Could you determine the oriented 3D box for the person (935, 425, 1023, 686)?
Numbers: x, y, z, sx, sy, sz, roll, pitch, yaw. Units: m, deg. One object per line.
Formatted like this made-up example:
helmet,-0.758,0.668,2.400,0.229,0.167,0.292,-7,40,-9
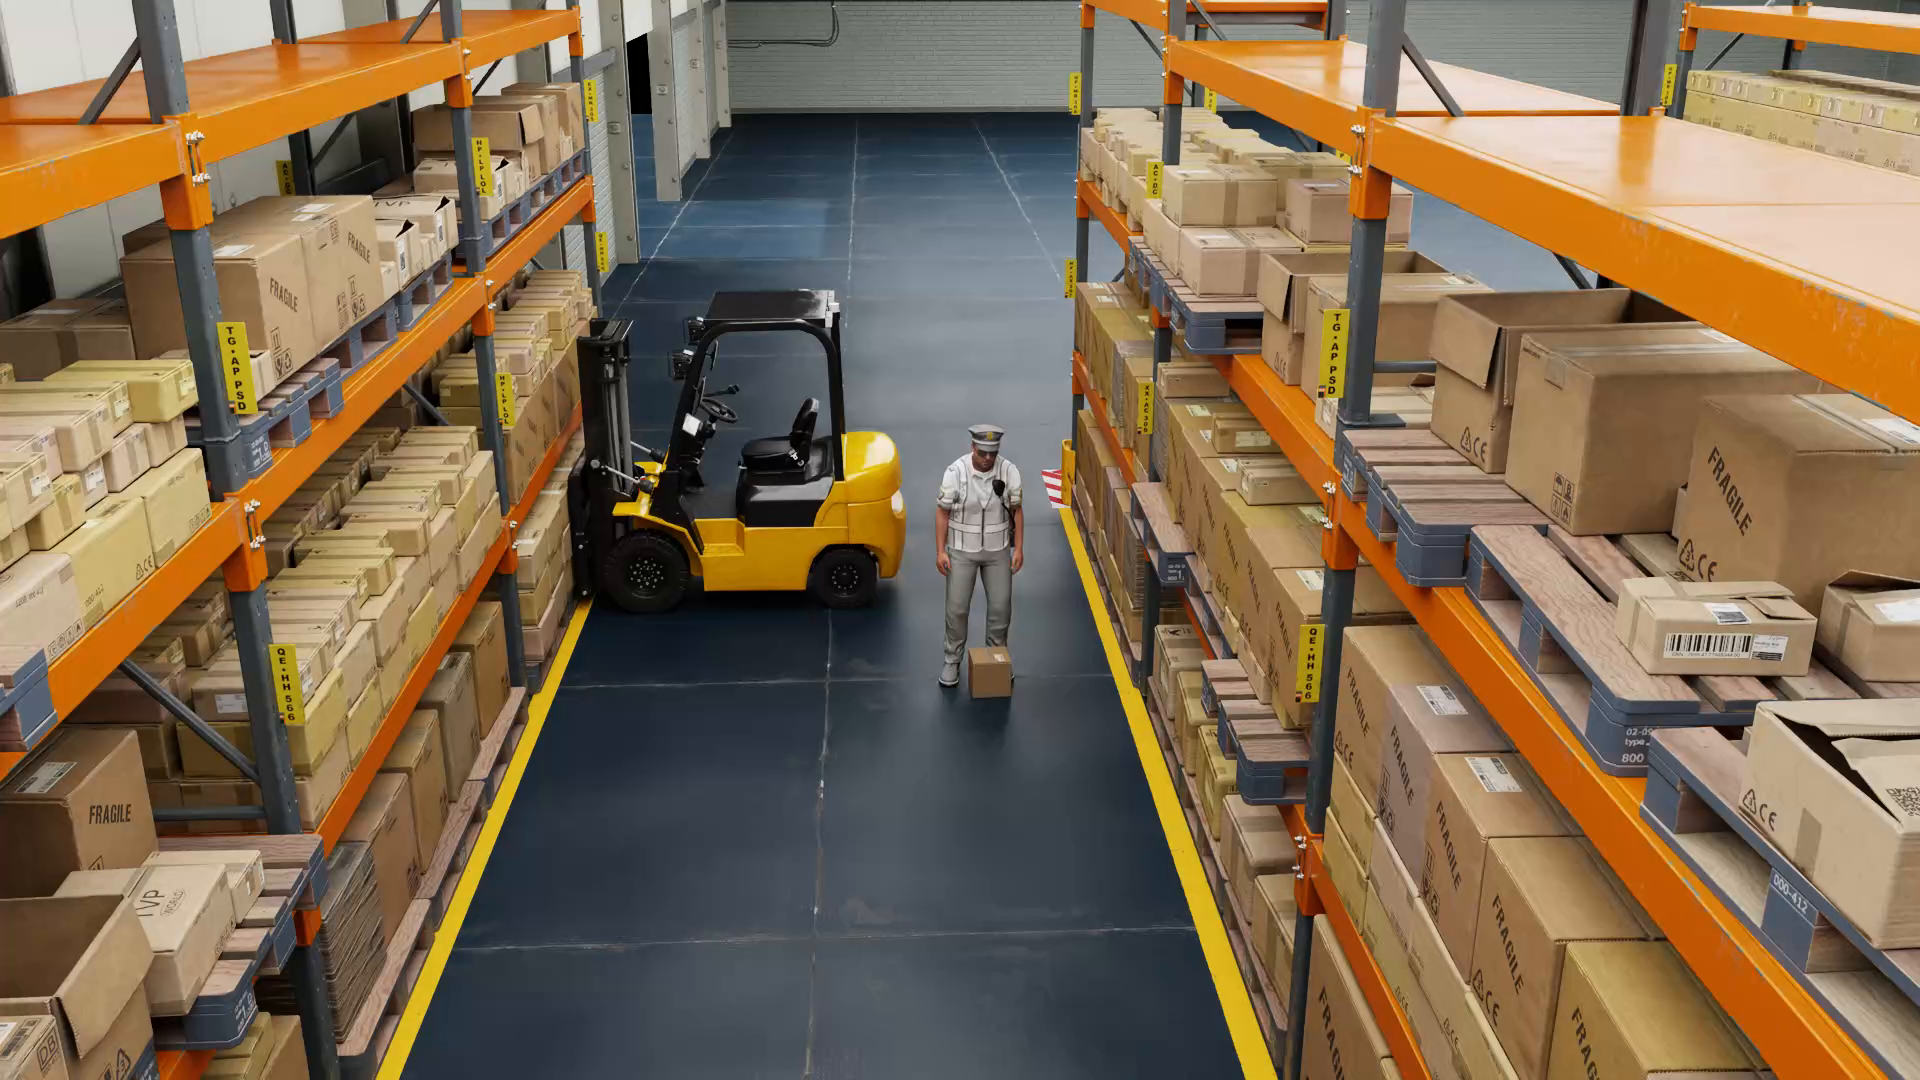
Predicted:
person,0.128,0.069,10.882,0.584,1.744,0.438,-3,20,-8
